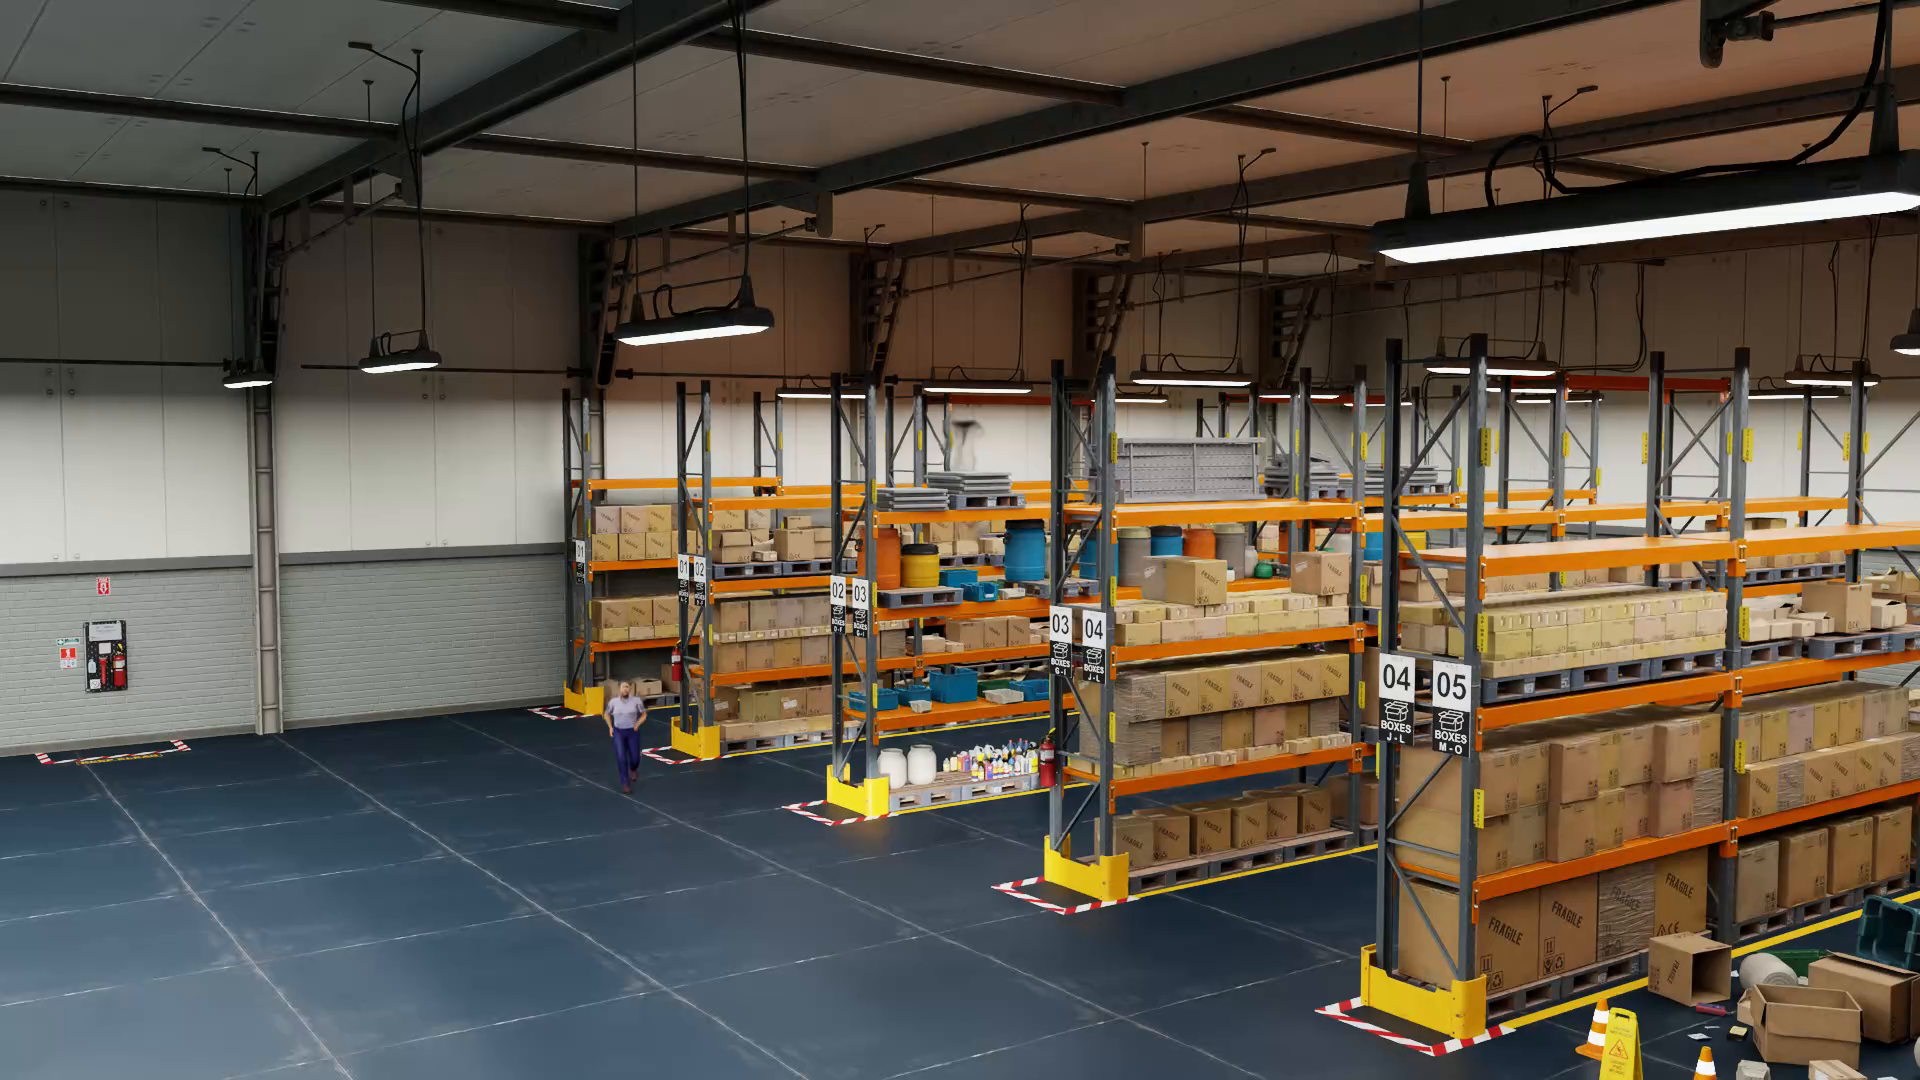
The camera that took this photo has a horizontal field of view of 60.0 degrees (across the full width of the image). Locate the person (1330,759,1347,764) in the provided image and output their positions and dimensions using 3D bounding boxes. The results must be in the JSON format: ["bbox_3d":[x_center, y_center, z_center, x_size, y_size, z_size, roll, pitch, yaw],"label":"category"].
[{"bbox_3d":[6.161,2.651,26.210,0.888,1.727,0.712,-4,5,-45],"label":"person"}]

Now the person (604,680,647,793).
[{"bbox_3d":[-4.838,2.819,24.061,0.603,1.604,0.640,-1,4,-12],"label":"person"}]
